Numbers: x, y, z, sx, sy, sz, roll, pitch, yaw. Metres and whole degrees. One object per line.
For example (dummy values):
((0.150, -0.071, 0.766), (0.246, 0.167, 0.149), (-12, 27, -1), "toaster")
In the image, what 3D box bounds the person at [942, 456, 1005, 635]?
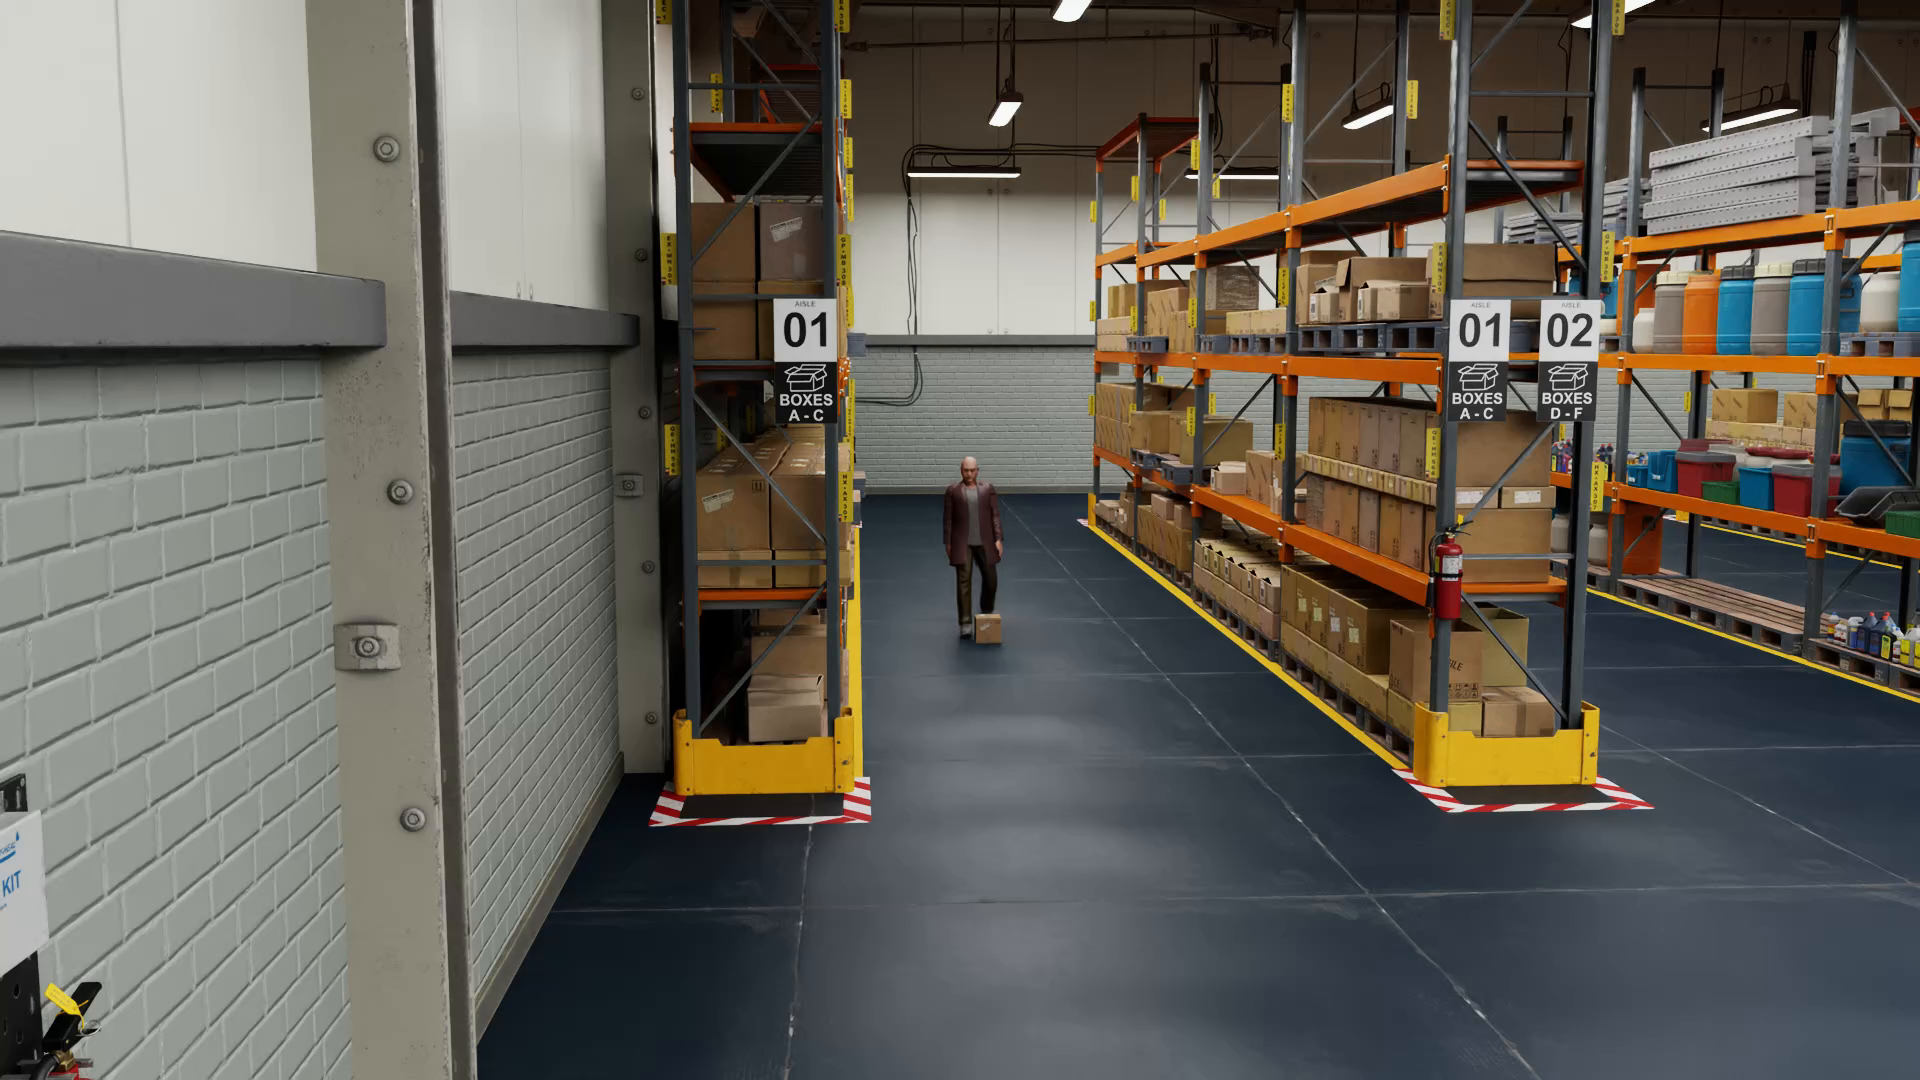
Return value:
((0.147, 0.042, 16.790), (0.618, 1.766, 0.800), (-1, 7, -8), "person")
